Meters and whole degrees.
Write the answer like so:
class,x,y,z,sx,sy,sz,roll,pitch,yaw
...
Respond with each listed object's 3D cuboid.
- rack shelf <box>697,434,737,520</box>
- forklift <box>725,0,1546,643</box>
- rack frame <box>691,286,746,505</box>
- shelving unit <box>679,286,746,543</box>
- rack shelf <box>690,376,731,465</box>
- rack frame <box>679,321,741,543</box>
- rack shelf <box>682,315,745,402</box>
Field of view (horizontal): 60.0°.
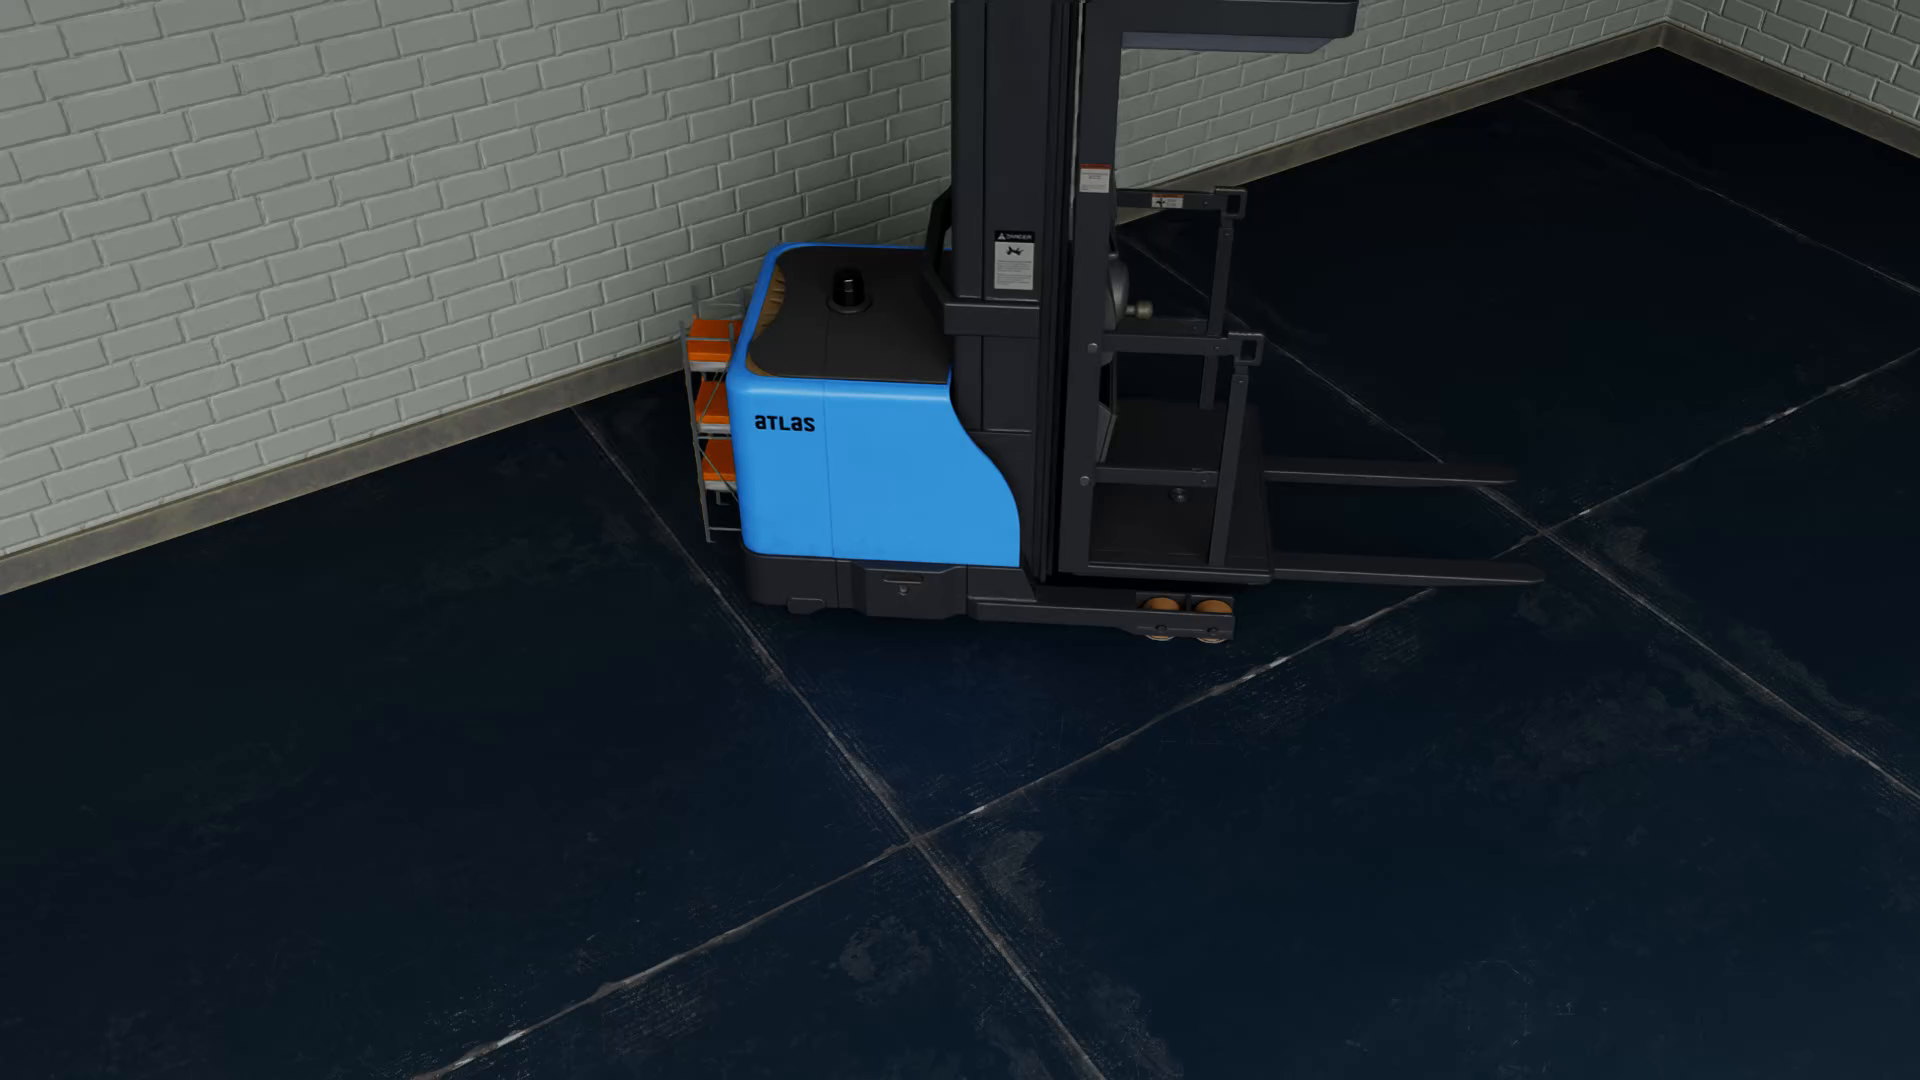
class,x,y,z,sx,sy,sz,roll,pitch,yaw
rack shelf,-0.919,-0.248,6.678,0.215,0.259,0.240,2,40,3
forklift,0.709,-1.092,5.770,3.031,2.935,1.130,3,40,3
rack frame,-0.912,-0.547,6.587,0.200,1.050,0.008,2,40,3
shelving unit,-0.919,-0.469,6.493,0.215,1.050,0.252,2,40,3
rack shelf,-0.919,-0.461,6.500,0.215,0.259,0.240,2,40,3
rack frame,-0.927,-0.391,6.399,0.200,1.050,0.008,2,40,3
rack shelf,-0.919,-0.679,6.318,0.215,0.259,0.240,2,40,3
